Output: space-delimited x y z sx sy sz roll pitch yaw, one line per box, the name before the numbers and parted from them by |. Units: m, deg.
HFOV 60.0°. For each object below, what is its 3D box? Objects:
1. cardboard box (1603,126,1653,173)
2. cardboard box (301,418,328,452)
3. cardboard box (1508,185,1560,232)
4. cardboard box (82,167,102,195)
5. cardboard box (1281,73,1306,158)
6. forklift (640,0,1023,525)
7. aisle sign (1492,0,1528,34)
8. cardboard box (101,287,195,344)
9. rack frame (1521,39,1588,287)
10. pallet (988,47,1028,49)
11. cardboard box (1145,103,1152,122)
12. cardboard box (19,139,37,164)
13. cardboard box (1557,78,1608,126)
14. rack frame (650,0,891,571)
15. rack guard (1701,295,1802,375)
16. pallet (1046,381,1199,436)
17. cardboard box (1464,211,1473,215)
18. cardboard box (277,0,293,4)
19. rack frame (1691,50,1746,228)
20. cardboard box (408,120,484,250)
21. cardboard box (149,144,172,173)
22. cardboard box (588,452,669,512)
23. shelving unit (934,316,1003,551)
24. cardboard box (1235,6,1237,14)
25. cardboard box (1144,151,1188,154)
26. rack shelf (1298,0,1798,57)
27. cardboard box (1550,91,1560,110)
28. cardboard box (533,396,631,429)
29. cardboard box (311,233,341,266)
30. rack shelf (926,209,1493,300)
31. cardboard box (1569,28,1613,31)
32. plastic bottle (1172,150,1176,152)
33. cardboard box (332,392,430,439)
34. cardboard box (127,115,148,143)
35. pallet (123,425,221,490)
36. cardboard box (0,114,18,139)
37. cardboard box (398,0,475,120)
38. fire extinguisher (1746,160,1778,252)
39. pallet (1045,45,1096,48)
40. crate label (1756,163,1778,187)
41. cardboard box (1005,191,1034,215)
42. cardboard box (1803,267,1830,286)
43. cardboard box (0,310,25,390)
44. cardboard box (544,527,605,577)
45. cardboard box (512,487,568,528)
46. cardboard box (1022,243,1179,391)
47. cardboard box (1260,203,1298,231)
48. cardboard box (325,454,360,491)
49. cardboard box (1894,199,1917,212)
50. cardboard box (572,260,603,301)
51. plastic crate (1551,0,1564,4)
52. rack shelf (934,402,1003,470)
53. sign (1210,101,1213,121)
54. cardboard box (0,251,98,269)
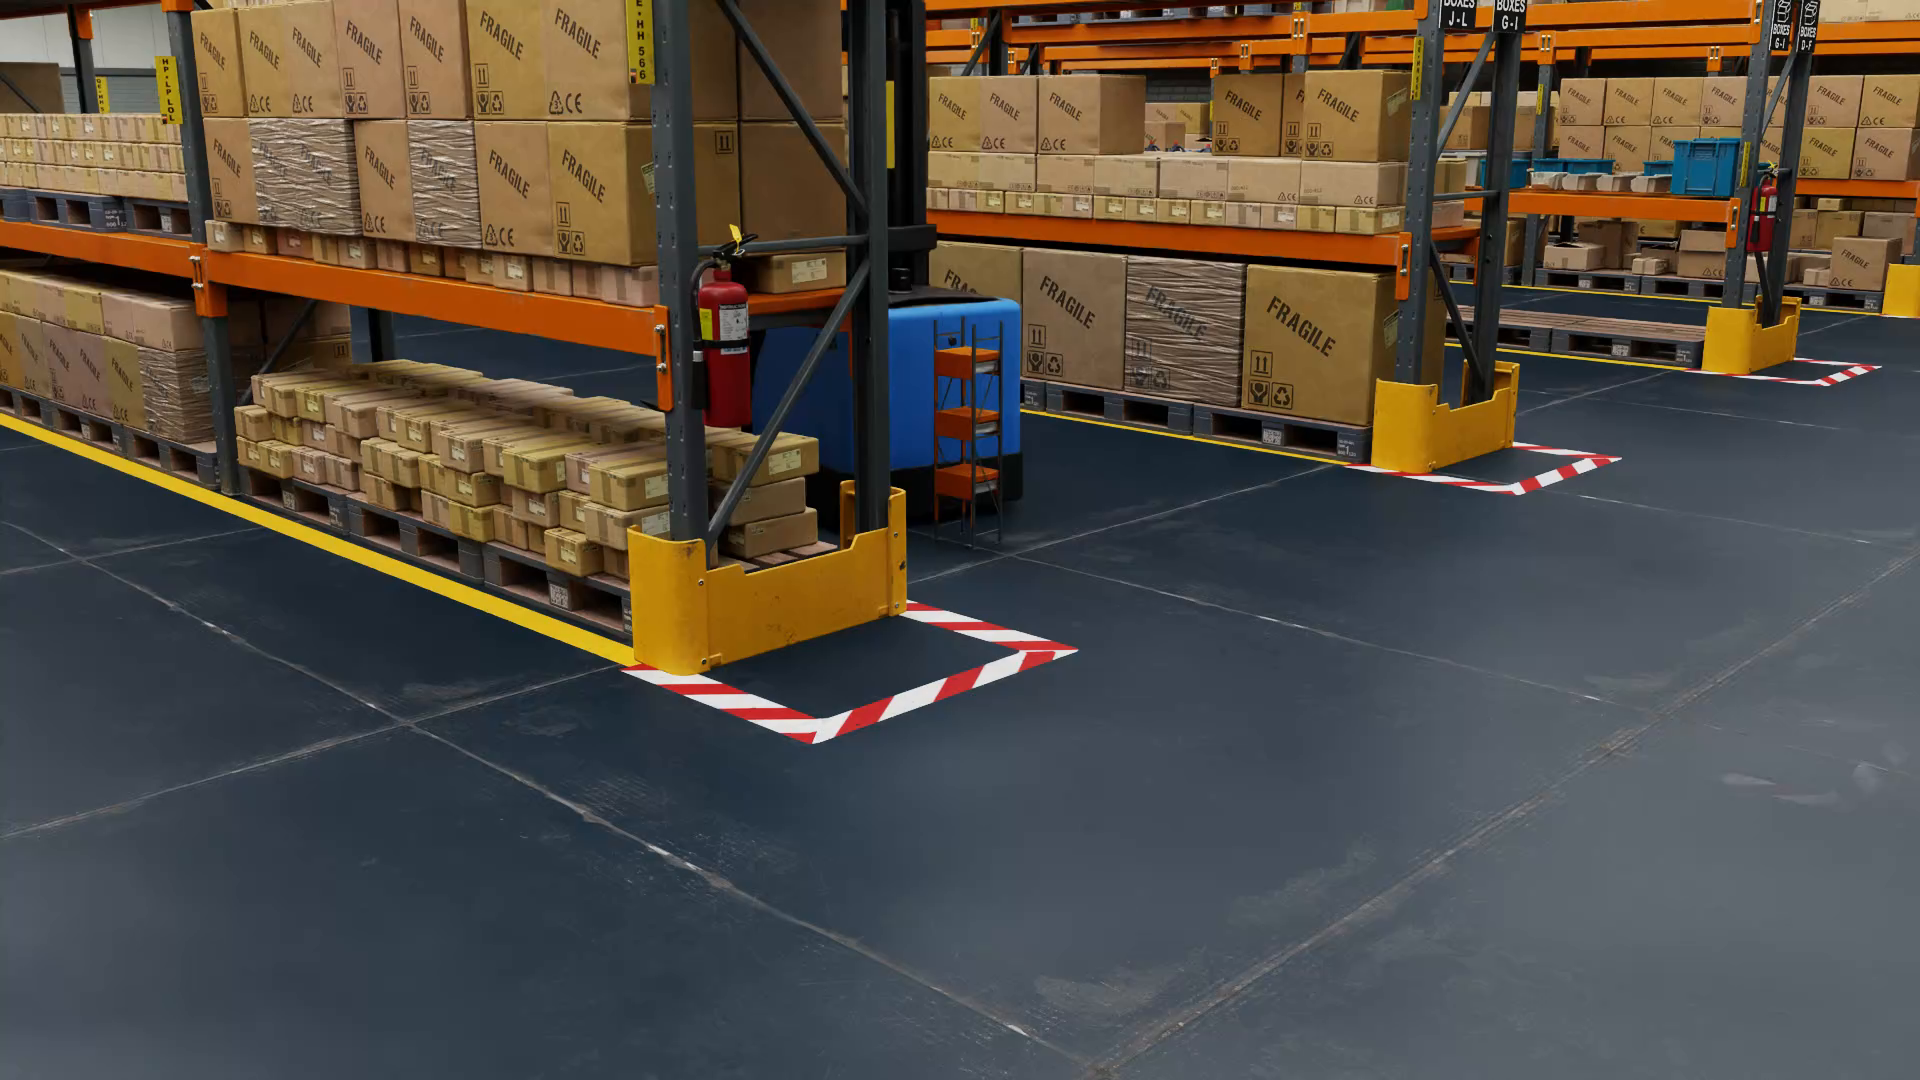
cardboard box | 7.397 -4.275 18.190 0.500 0.500 0.500 14 20 43
cardboard box | -3.062 -0.556 8.347 0.250 0.149 0.380 14 20 42
cardboard box | 8.469 -4.910 24.257 0.750 0.750 0.750 14 20 42
cardboard box | -4.909 -2.116 9.771 0.380 0.149 0.250 -13 20 -42
cardboard box | 2.331 -2.611 10.225 0.500 0.500 0.500 13 19 41
forklift | -0.904 -1.811 9.070 1.130 2.935 3.031 -9 17 -32
aisle sign | 3.109 -3.256 9.324 0.004 0.787 0.394 14 20 42
cardboard box | -4.618 -1.307 9.637 0.500 0.250 0.500 -13 20 -42
rack frame | 6.848 -4.454 19.077 0.127 3.000 1.000 14 20 42
pallet | 0.457 -7.407 24.638 1.213 0.211 1.003 14 20 42
cardboard box | 3.252 -7.257 28.604 0.500 0.500 0.500 13 19 41
cardboard box | -5.644 -2.441 10.427 0.250 0.149 0.380 14 20 42
cardboard box | 6.992 -4.853 18.425 0.500 0.500 0.500 -14 20 -43
rack frame | -0.666 -1.074 6.104 0.127 3.000 1.000 14 20 42
rack guard | 6.313 -1.644 13.250 0.348 0.500 1.175 14 20 42
pallet | 1.345 -0.946 11.145 1.213 0.211 1.003 14 20 42
cardboard box | 5.949 -4.124 20.408 0.500 0.250 0.500 14 20 42
cardboard box | -7.176 -5.863 18.041 0.380 0.149 0.250 -13 20 -42
rack frame | 10.284 -5.354 22.530 0.127 3.000 1.000 14 20 42
cardboard box | -1.907 -1.476 6.860 0.500 0.500 0.500 14 20 42
cardboard box | -4.160 -2.079 9.038 0.250 0.149 0.380 14 20 43
cardboard box | -1.223 -0.232 6.515 0.250 0.149 0.380 14 20 43
shelving unit | 0.039 -0.499 7.764 0.252 1.050 0.215 14 20 42
cardboard box | 3.603 -6.805 21.617 0.500 0.250 0.500 12 19 38
cardboard box | 1.212 -2.519 11.357 0.500 0.250 0.500 -14 20 -43
rack shelf | 4.847 -4.309 13.998 4.000 0.370 1.077 14 20 42
cardboard box | 8.674 -6.223 23.553 0.500 0.250 0.500 13 20 41
cardboard box | -1.769 -0.565 7.794 0.250 0.149 0.380 14 20 43
cardboard box | -2.775 -1.370 7.738 0.380 0.149 0.250 -14 20 -43
rack shelf | 1.409 -1.958 10.925 4.000 0.370 1.077 14 20 42
cardboard box | 7.027 -5.703 18.218 0.500 0.250 0.500 14 20 42
plastic bottle | 2.201 -3.879 17.126 0.097 0.271 0.097 0 15 0
cardboard box | -2.738 -0.592 7.898 0.380 0.149 0.250 -14 20 -43
cardboard box | -4.349 -2.271 9.183 0.250 0.149 0.380 13 19 40
pallet | -4.107 -0.560 9.664 1.213 0.211 1.003 14 20 42
cardboard box | -5.858 -2.637 10.589 0.250 0.149 0.380 14 20 42
cardboard box | -1.914 -1.963 6.745 0.500 0.500 0.500 -13 20 -41
fire extinguisher | 6.080 -2.529 12.581 0.183 0.674 0.296 14 20 42
pallet | 1.733 -7.061 23.512 1.217 0.209 0.805 13 19 40
crate label | 6.338 -2.906 13.350 0.303 0.233 0.416 14 20 42
cardboard box | 0.521 -2.285 11.251 0.250 0.149 0.380 13 19 41
cardboard box | 8.936 -2.733 17.220 0.250 0.166 0.380 14 20 42
cardboard box | -6.093 -1.297 11.087 0.500 0.500 0.500 13 19 40
cardboard box | -1.445 0.022 6.721 0.380 0.149 0.250 -14 20 -42
cardboard box | -1.620 -0.173 6.877 0.250 0.149 0.380 13 19 40
cardboard box | 1.037 -1.544 11.290 0.875 0.875 0.875 14 20 42
cardboard box | 1.995 -1.927 9.877 0.250 0.149 0.380 14 20 42
cardboard box | -2.883 -0.359 8.184 0.250 0.149 0.380 13 20 41
cardboard box | 12.090 -4.257 21.158 0.250 0.149 0.380 14 20 43
cardboard box | -1.250 -1.008 6.351 0.250 0.149 0.380 14 20 42
plastic crate | 4.906 -4.694 14.282 0.530 0.282 0.437 14 20 42
rack shelf | 0.039 -0.488 7.766 0.240 0.259 0.215 14 20 42
sign | 4.154 -7.073 27.411 0.005 0.325 0.100 14 20 42
cardboard box | -6.801 -1.711 12.180 0.750 0.750 1.050 13 20 41
